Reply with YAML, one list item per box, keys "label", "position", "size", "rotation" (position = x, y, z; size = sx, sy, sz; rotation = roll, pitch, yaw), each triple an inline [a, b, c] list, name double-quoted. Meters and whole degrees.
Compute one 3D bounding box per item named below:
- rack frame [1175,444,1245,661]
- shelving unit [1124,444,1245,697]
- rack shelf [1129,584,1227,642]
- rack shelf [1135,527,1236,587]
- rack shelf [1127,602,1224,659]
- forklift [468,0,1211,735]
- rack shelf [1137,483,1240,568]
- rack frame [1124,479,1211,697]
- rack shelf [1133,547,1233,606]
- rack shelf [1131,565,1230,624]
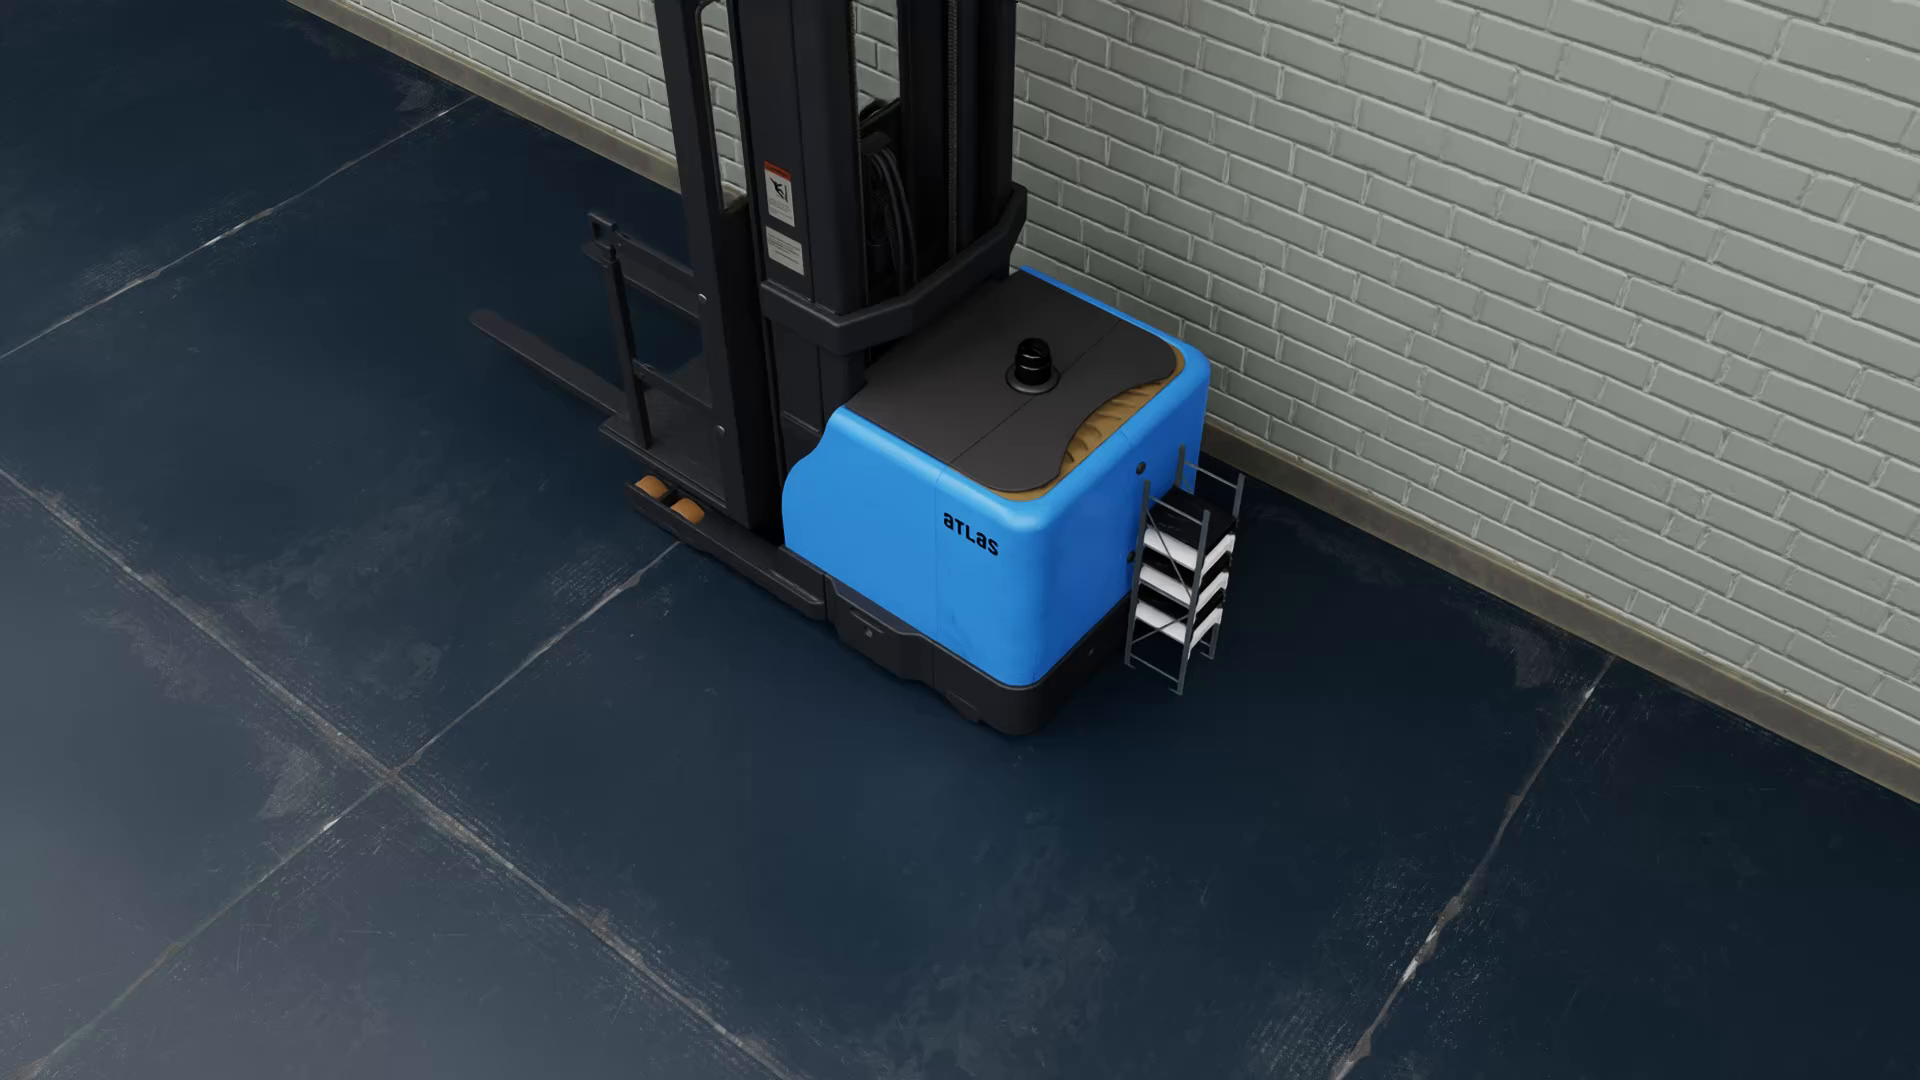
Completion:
- label: "rack frame"
  position: [0.796, 0.058, 5.572]
  size: [0.240, 0.900, 0.006]
  rotation: [30, 53, 25]
- label: "shelving unit"
  position: [0.734, 0.116, 5.517]
  size: [0.258, 0.900, 0.210]
  rotation: [30, 53, 25]
- label: "rack shelf"
  position: [0.734, 0.201, 5.606]
  size: [0.258, 0.077, 0.200]
  rotation: [30, 53, 25]
- label: "rack shelf"
  position: [0.734, 0.015, 5.411]
  size: [0.258, 0.077, 0.200]
  rotation: [30, 53, 25]
- label: "rack shelf"
  position: [0.734, 0.264, 5.671]
  size: [0.258, 0.077, 0.200]
  rotation: [30, 53, 25]
- label: "forklift"
  position: [-0.636, -1.269, 5.435]
  size: [3.031, 2.935, 1.130]
  rotation: [31, 54, 26]
- label: "rack shelf"
  position: [0.734, -0.047, 5.346]
  size: [0.258, 0.077, 0.200]
  rotation: [30, 53, 25]
- label: "rack frame"
  position: [0.671, 0.174, 5.461]
  size: [0.240, 0.900, 0.006]
  rotation: [30, 53, 25]
- label: "rack shelf"
  position: [0.734, 0.077, 5.476]
  size: [0.258, 0.077, 0.200]
  rotation: [30, 53, 25]
- label: "rack shelf"
  position: [0.734, 0.139, 5.541]
  size: [0.258, 0.077, 0.200]
  rotation: [30, 53, 25]
